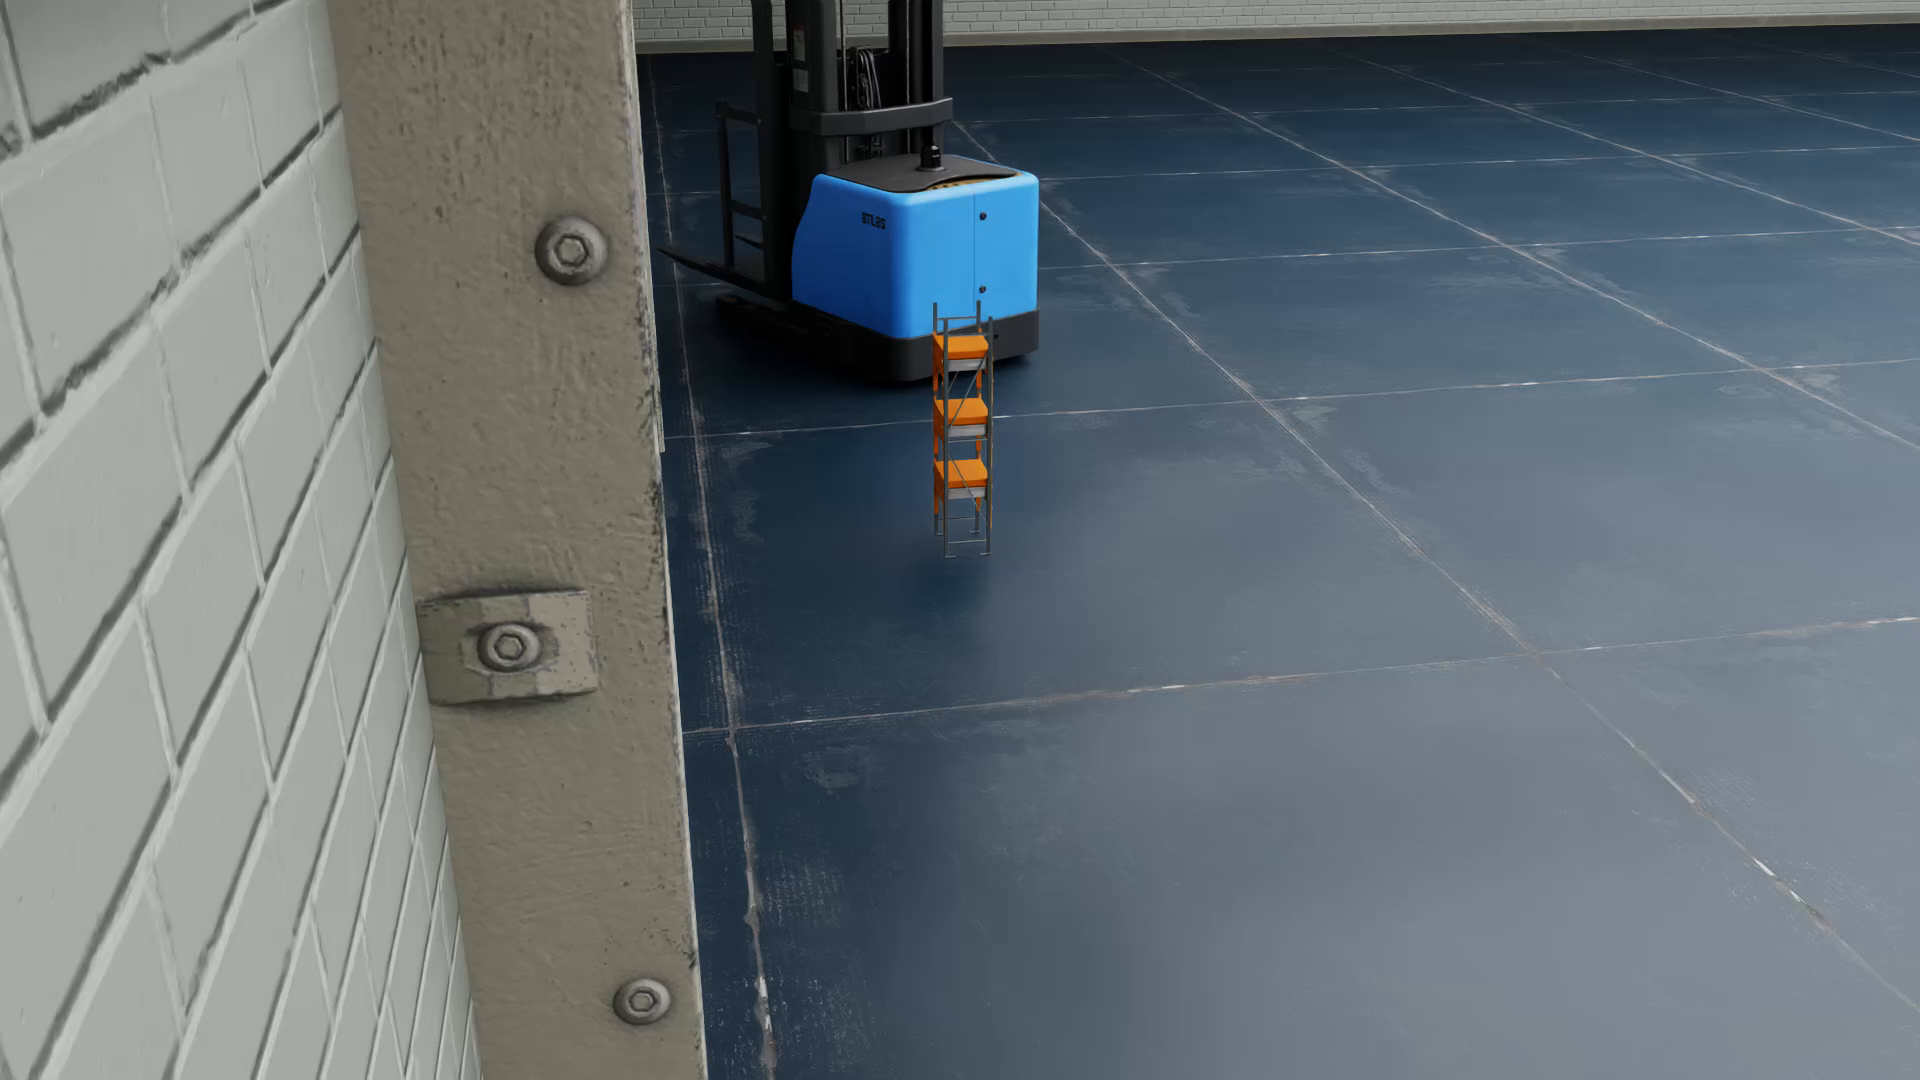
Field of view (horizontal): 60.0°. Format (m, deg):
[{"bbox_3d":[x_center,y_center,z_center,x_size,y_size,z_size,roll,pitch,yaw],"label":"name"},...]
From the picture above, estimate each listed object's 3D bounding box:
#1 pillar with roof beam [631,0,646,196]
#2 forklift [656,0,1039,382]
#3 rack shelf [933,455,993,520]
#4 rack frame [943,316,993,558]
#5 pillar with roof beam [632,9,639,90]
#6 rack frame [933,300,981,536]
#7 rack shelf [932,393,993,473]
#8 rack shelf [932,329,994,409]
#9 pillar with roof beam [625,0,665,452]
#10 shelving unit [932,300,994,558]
[{"bbox_3d":[1.467,-7.307,12.738,9.100,9.000,0.400,-4,24,-10],"label":"pillar with roof beam"},{"bbox_3d":[-0.856,-2.727,9.832,1.130,2.935,3.031,-18,29,-35],"label":"forklift"},{"bbox_3d":[0.010,-0.196,7.107,0.215,0.259,0.240,-4,24,-10],"label":"rack shelf"},{"bbox_3d":[0.032,-0.412,6.882,0.200,1.050,0.008,-4,24,-10],"label":"rack frame"},{"bbox_3d":[0.357,-9.667,18.141,9.100,9.000,0.400,-4,24,-10],"label":"pillar with roof beam"},{"bbox_3d":[-0.013,-0.508,7.102,0.200,1.050,0.008,-4,24,-10],"label":"rack frame"},{"bbox_3d":[0.010,-0.450,6.996,0.215,0.259,0.240,-4,24,-10],"label":"rack shelf"},{"bbox_3d":[0.010,-0.710,6.882,0.215,0.259,0.240,-4,24,-10],"label":"rack shelf"},{"bbox_3d":[2.576,-4.947,7.334,9.100,9.000,0.400,-4,24,-10],"label":"pillar with roof beam"},{"bbox_3d":[0.010,-0.460,6.992,0.215,1.050,0.252,-4,24,-10],"label":"shelving unit"}]
